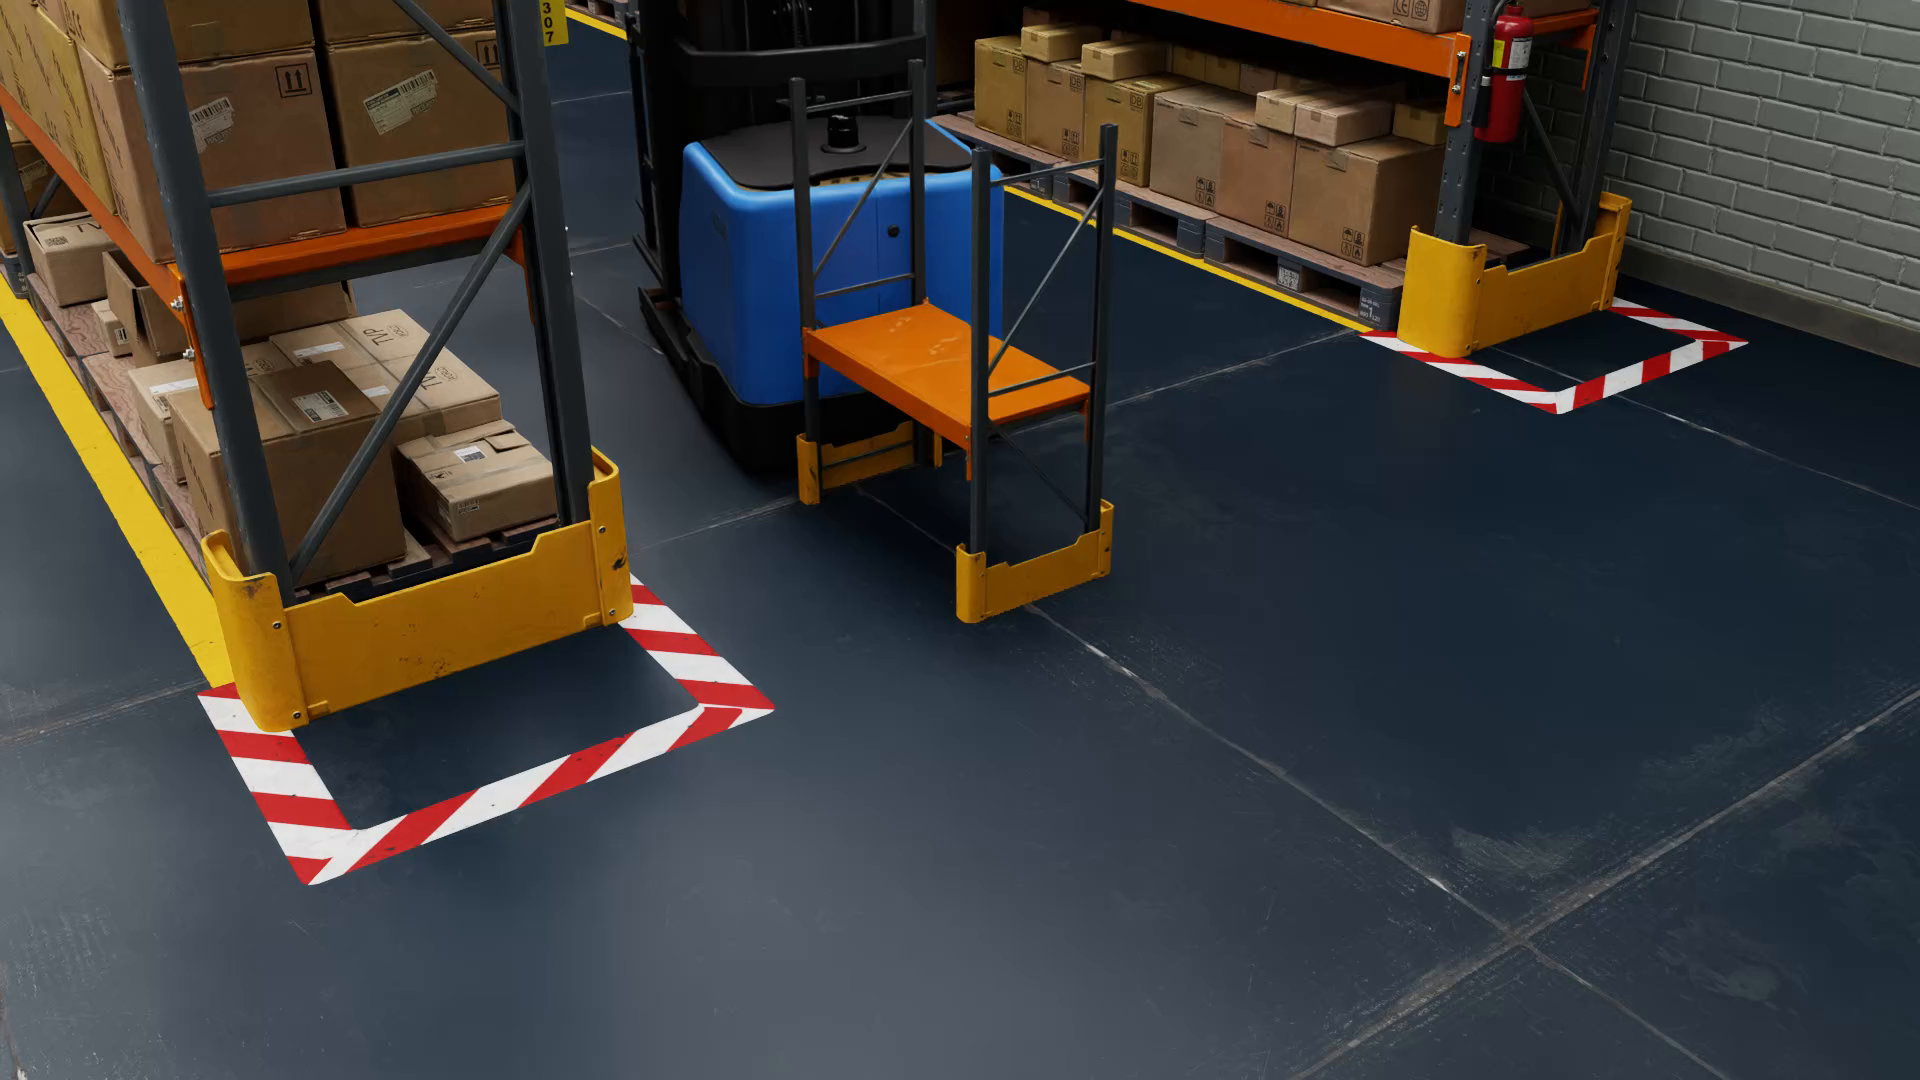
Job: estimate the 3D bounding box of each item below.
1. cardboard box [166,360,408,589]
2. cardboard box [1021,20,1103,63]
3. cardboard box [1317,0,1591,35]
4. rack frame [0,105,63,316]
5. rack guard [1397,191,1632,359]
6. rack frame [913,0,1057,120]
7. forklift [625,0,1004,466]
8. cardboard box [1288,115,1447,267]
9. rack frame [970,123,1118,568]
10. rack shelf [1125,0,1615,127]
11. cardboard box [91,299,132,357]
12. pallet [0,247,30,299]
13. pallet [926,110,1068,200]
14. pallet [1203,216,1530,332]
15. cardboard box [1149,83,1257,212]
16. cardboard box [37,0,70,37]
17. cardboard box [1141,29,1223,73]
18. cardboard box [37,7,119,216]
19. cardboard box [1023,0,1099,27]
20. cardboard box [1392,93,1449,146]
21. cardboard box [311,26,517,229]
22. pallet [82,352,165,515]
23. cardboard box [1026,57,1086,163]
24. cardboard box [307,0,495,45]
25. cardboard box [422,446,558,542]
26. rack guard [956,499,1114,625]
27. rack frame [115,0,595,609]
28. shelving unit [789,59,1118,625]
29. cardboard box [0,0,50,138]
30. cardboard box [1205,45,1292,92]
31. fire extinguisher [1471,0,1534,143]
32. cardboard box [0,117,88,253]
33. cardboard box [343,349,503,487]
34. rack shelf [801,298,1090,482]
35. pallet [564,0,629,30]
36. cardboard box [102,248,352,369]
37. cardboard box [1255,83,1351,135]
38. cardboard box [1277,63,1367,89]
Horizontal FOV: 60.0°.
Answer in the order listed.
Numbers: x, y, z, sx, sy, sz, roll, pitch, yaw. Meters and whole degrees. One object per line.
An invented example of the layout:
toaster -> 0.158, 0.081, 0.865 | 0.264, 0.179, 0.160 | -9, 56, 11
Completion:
cardboard box -> -2.067, -0.194, 5.122 | 0.500, 0.500, 0.500 | -19, 34, -31
cardboard box -> 0.562, -2.752, 9.173 | 0.380, 0.149, 0.250 | -18, 33, -29
cardboard box -> 2.178, -2.656, 7.182 | 0.980, 0.700, 0.700 | -17, 33, -28
rack frame -> -3.871, -2.511, 7.230 | 1.000, 3.000, 0.127 | -19, 34, -31
rack guard -> 2.496, -1.220, 7.473 | 1.175, 0.500, 0.348 | -19, 34, -31
rack frame -> 0.162, -3.883, 9.757 | 1.000, 3.000, 0.127 | -19, 34, -31
forklift -> -0.817, -2.244, 6.812 | 1.130, 2.935, 3.031 | -10, 30, -18
cardboard box -> 1.994, -1.659, 7.840 | 0.700, 0.500, 0.500 | -19, 34, -31
rack frame -> 0.246, -0.483, 5.068 | 0.500, 1.500, 0.032 | -18, 34, -30
rack shelf -> 1.322, -2.790, 8.497 | 1.077, 0.370, 4.000 | -19, 34, -31
cardboard box -> -3.294, -0.902, 6.776 | 0.380, 0.166, 0.250 | -19, 34, -31
pallet -> -4.374, -1.591, 8.458 | 1.003, 0.211, 1.213 | -19, 34, -31
pallet -> 0.539, -2.341, 9.839 | 1.003, 0.211, 1.213 | -19, 34, -31
pallet -> 1.954, -1.392, 8.092 | 1.003, 0.211, 1.213 | -19, 34, -31
cardboard box -> 1.412, -2.049, 8.558 | 0.700, 0.500, 0.500 | -20, 34, -32
cardboard box -> -2.327, -1.732, 4.643 | 0.500, 0.500, 0.500 | -18, 33, -29
cardboard box -> 1.196, -2.642, 8.971 | 0.380, 0.149, 0.250 | -18, 33, -30
cardboard box -> -2.336, -1.299, 4.894 | 0.500, 0.500, 0.500 | -18, 34, -30
cardboard box -> 0.590, -3.047, 9.716 | 0.380, 0.149, 0.250 | -19, 34, -31
cardboard box -> 2.230, -1.951, 7.698 | 0.380, 0.149, 0.250 | -19, 34, -30
cardboard box -> -1.594, -1.245, 4.794 | 0.500, 0.500, 0.500 | -18, 33, -30
pallet -> -2.762, -0.543, 6.529 | 1.003, 0.211, 1.213 | -19, 34, -31
cardboard box -> 0.801, -2.454, 9.305 | 0.700, 0.500, 0.500 | -19, 34, -31
cardboard box -> -1.594, -1.684, 4.556 | 0.500, 0.500, 0.500 | -18, 33, -29
cardboard box -> -1.514, -0.154, 5.417 | 0.380, 0.149, 0.250 | -19, 34, -31
rack guard -> 0.245, 0.066, 5.367 | 0.587, 0.250, 0.087 | -18, 34, -30
rack frame -> -1.551, -0.955, 4.366 | 1.000, 3.000, 0.127 | -19, 34, -31
shelving unit -> -0.040, -0.679, 5.428 | 0.587, 1.500, 1.083 | -18, 34, -30
cardboard box -> -2.914, -1.690, 5.615 | 0.500, 0.500, 0.500 | -19, 34, -31
cardboard box -> 1.493, -2.443, 8.605 | 0.380, 0.149, 0.250 | -18, 33, -30
fire extinguisher -> 2.193, -1.944, 6.658 | 0.296, 0.674, 0.183 | -19, 34, -31
cardboard box -> -4.391, -1.718, 7.928 | 0.500, 0.500, 0.500 | -19, 34, -31
cardboard box -> -1.926, -0.425, 5.809 | 0.500, 0.250, 0.500 | -19, 34, -31
rack shelf -> -0.045, -0.524, 5.520 | 0.538, 0.185, 1.000 | -18, 34, -30
pallet -> -2.611, -4.517, 13.846 | 1.003, 0.211, 1.213 | -19, 34, -31
cardboard box -> -2.777, -0.878, 6.378 | 0.797, 0.503, 0.637 | -19, 34, -31
cardboard box -> 1.623, -2.042, 7.867 | 0.380, 0.149, 0.250 | -18, 33, -29
cardboard box -> 1.790, -2.245, 8.240 | 0.380, 0.149, 0.250 | -18, 34, -30
